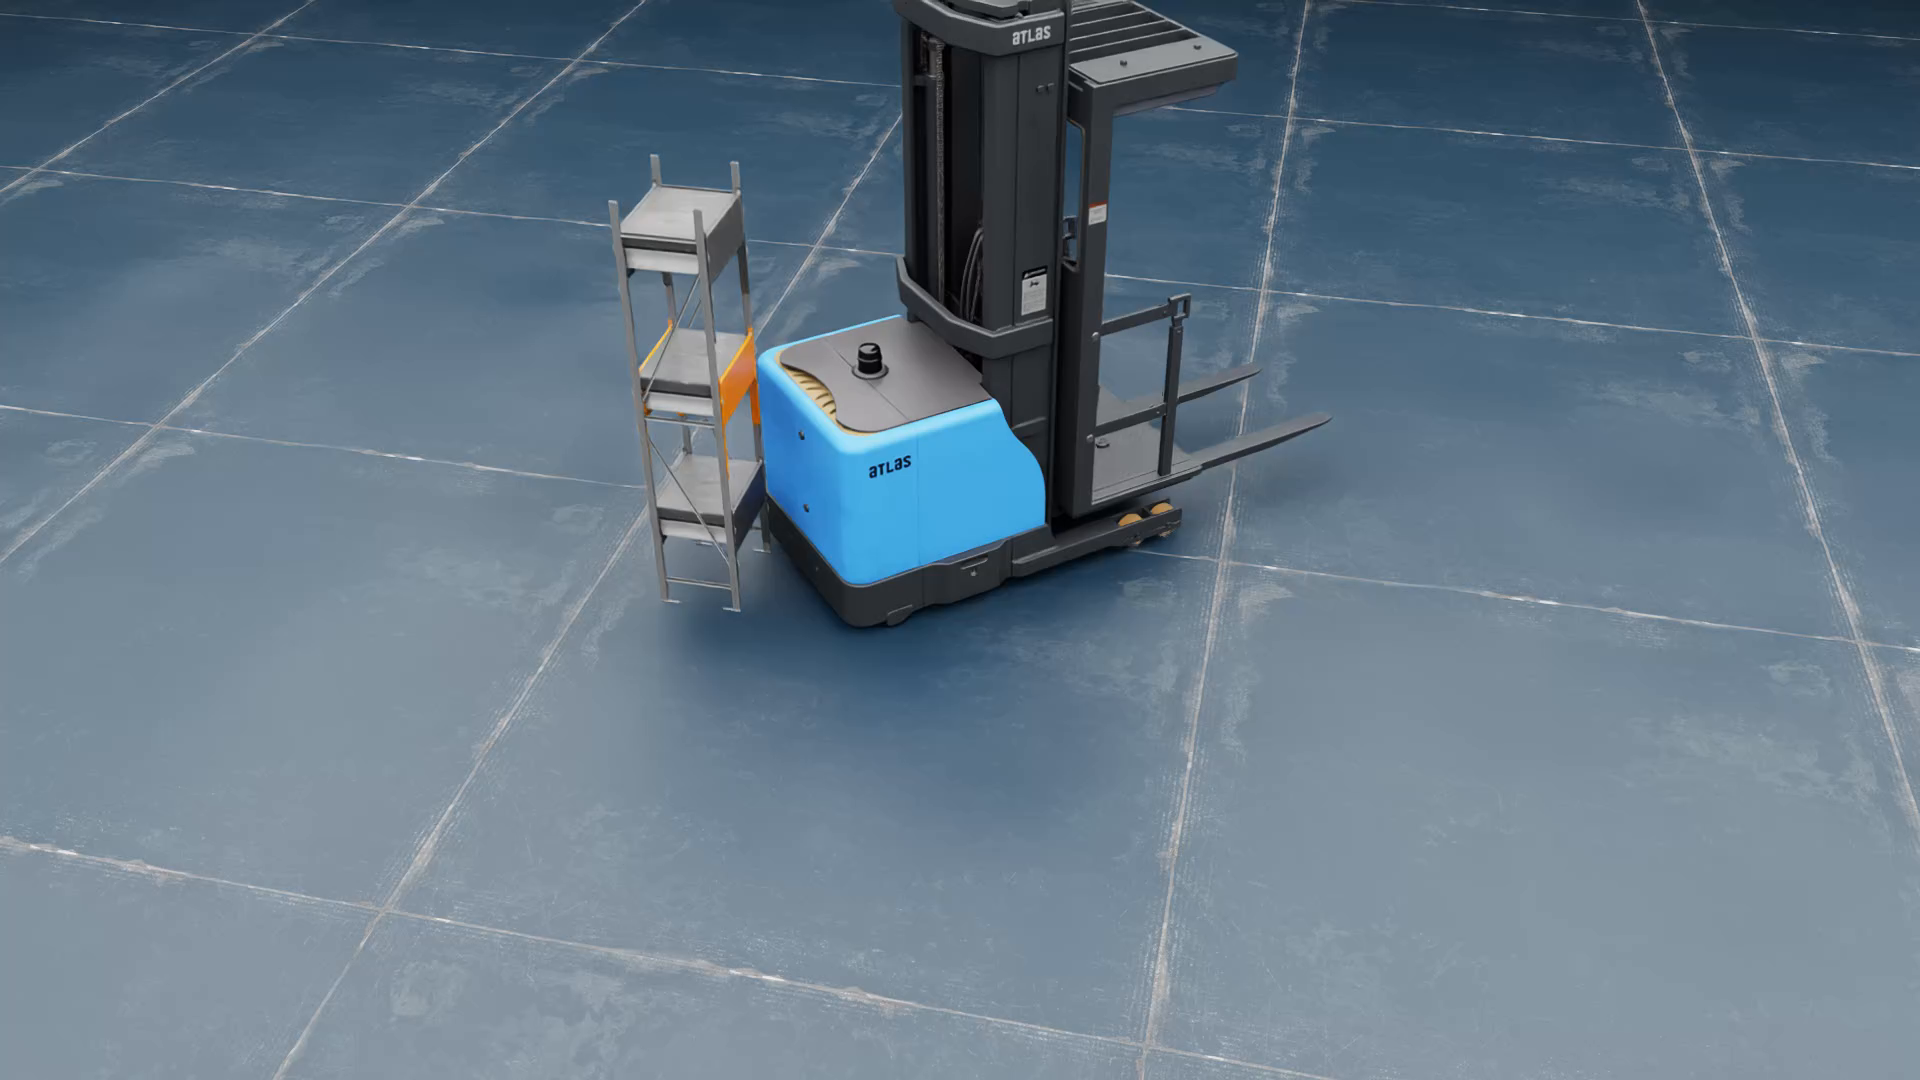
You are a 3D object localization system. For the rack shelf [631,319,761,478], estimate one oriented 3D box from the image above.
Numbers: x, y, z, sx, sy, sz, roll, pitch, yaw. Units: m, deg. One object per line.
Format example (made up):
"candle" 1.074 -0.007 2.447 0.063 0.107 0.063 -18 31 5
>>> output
"rack shelf" -1.205 -0.655 7.658 0.431 0.518 0.480 7 37 10

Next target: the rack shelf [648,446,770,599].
"rack shelf" -1.205 -0.088 8.069 0.431 0.518 0.480 7 37 10

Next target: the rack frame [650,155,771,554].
"rack frame" -1.154 -0.806 7.843 0.400 2.100 0.015 7 37 10

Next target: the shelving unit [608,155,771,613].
"shelving unit" -1.205 -0.666 7.650 0.431 2.100 0.503 7 37 10

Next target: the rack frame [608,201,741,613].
"rack frame" -1.255 -0.526 7.456 0.400 2.100 0.015 7 37 10

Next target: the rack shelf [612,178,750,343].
"rack shelf" -1.205 -1.222 7.247 0.431 0.518 0.480 7 37 10

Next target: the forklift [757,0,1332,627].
"forklift" 0.551 -1.403 7.959 3.031 2.935 1.130 -19 40 -24
